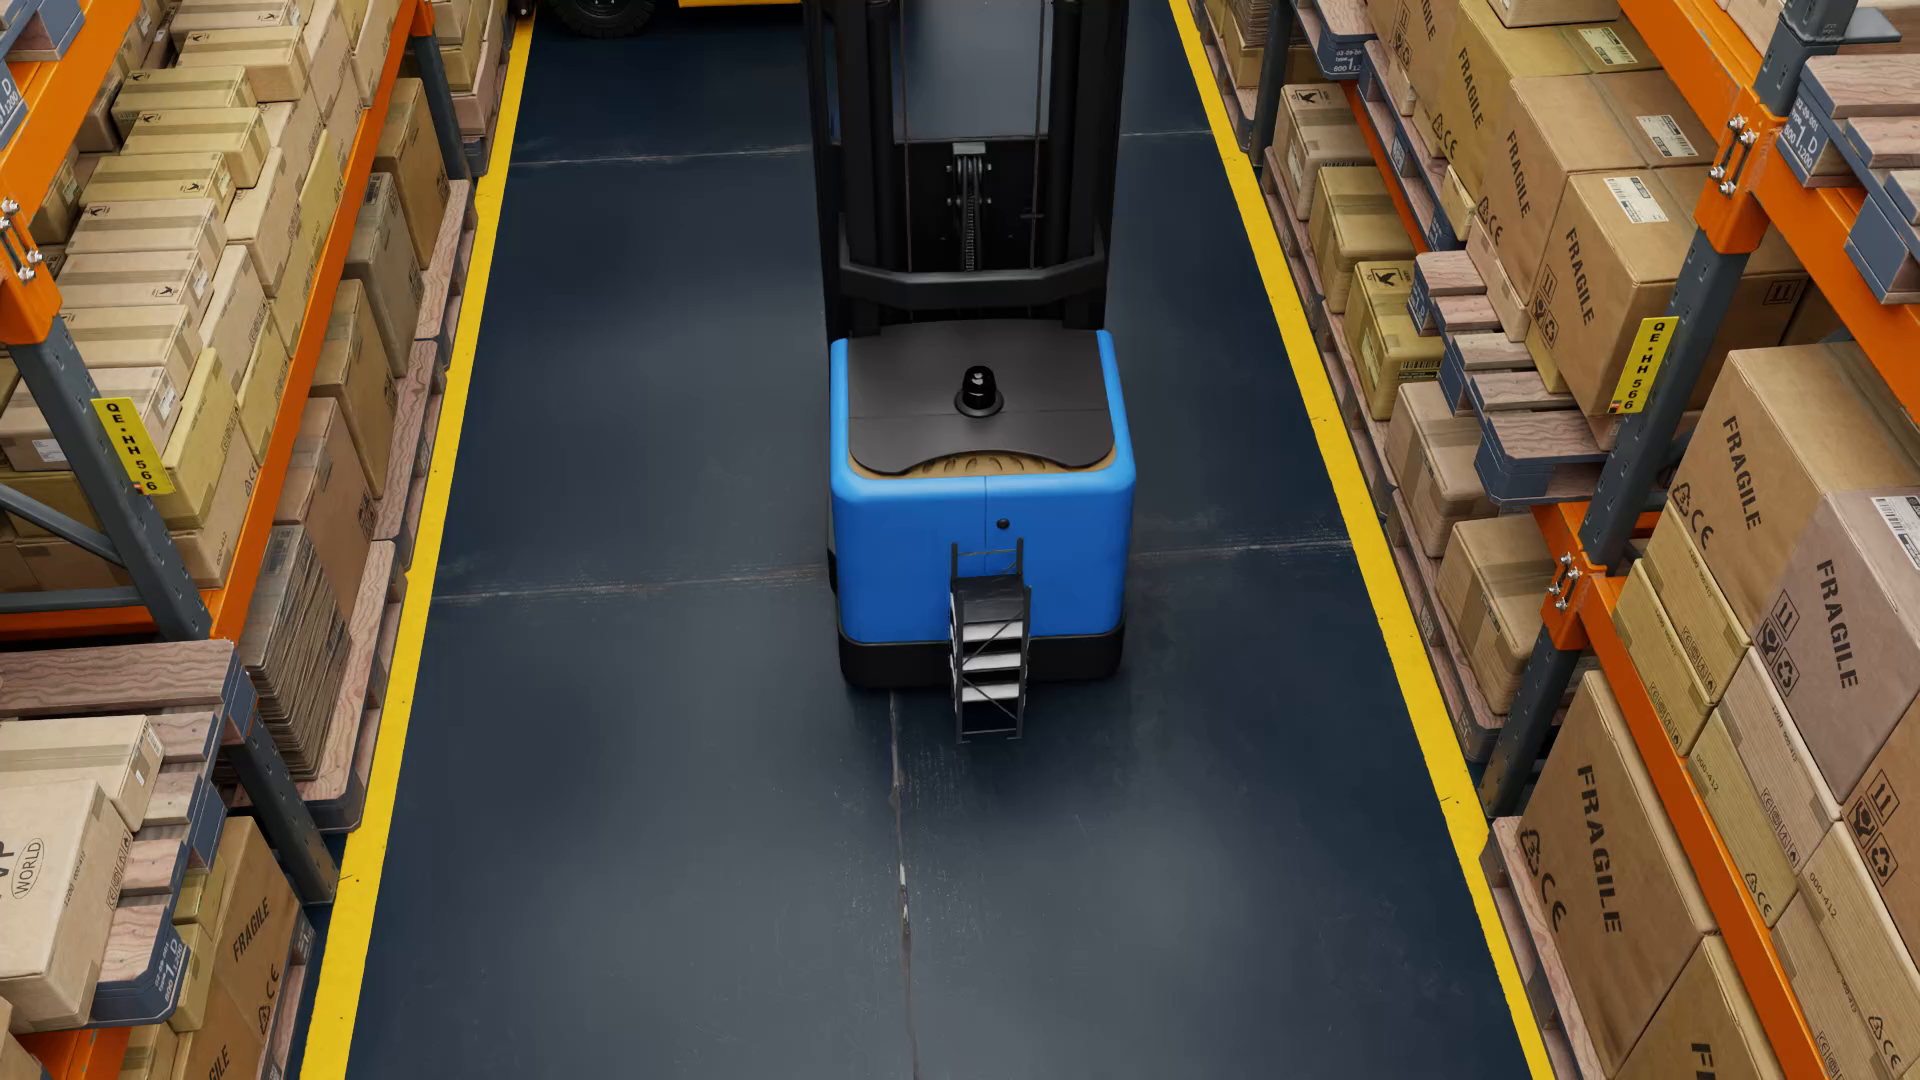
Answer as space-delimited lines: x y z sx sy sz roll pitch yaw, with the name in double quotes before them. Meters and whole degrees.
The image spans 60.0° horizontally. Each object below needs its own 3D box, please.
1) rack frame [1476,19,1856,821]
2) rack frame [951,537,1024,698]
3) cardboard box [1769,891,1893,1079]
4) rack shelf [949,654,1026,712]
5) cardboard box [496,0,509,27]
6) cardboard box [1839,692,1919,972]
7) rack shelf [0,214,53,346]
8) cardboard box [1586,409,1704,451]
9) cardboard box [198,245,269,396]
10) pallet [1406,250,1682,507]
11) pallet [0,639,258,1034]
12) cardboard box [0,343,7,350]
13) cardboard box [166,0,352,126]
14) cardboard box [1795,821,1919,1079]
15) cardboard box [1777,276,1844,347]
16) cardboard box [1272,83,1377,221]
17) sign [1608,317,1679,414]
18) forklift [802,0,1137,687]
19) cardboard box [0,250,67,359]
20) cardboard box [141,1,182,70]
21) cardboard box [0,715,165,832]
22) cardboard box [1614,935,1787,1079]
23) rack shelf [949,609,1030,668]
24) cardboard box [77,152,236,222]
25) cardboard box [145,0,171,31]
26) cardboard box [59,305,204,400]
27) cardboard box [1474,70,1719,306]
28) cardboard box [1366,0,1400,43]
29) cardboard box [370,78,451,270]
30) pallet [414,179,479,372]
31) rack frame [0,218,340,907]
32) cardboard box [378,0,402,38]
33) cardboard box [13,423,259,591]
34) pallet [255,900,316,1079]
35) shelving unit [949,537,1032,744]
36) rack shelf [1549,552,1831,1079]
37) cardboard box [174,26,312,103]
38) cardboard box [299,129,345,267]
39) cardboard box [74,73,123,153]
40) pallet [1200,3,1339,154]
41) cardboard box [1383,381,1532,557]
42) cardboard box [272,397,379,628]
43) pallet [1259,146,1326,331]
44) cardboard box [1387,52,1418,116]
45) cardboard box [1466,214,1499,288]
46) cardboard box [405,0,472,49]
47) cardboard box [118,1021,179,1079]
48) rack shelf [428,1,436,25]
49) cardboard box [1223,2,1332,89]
"rack frame" 2.338 -0.125 4.803 1.000 3.000 0.127 -3 47 -3
"rack frame" 0.088 0.288 5.839 0.240 0.900 0.006 -4 51 -4
"cardboard box" 2.226 1.046 3.797 0.500 0.250 0.500 -2 47 -2
"rack shelf" 0.097 0.502 5.939 0.258 0.077 0.200 -4 51 -4
"cardboard box" -2.770 -3.021 9.150 0.500 0.250 0.500 -3 47 -3
"cardboard box" 2.214 0.602 3.356 0.500 0.500 0.500 -2 47 -2
"rack shelf" -2.441 0.842 2.316 1.077 0.370 4.000 -3 47 -3
"cardboard box" 2.076 -0.406 4.952 0.380 0.149 0.250 -2 47 -2
"cardboard box" -2.443 -0.639 5.048 0.500 0.250 0.500 -2 47 -2
"pallet" 2.172 -0.568 5.354 1.213 0.211 1.003 -3 47 -3
"pallet" -2.482 0.731 4.124 1.213 0.211 1.003 -3 47 -3
"cardboard box" -2.931 -0.675 4.808 0.380 0.149 0.250 -4 47 -3
"cardboard box" -2.560 -1.753 6.104 0.500 0.250 0.500 -3 47 -3
"cardboard box" 2.205 0.872 3.618 0.500 0.250 0.500 -4 47 -3
"cardboard box" 2.530 -0.746 4.827 0.500 0.500 0.500 -5 47 -4
"cardboard box" 2.049 -1.881 7.986 0.950 0.372 0.625 -3 47 -3
"sign" 1.798 -0.456 4.373 0.100 0.325 0.005 -3 47 -3
"forklift" 0.006 -1.529 6.179 1.130 2.935 3.031 -2 47 -2
"cardboard box" -2.967 -0.619 5.029 0.500 0.250 0.500 -3 47 -3
"cardboard box" -3.093 -1.716 6.068 0.500 0.250 0.500 -5 47 -4
"cardboard box" -2.171 0.573 4.025 0.380 0.149 0.250 -3 47 -3
"cardboard box" 2.383 1.611 4.332 0.875 0.875 0.875 -3 47 -3
"rack shelf" 0.099 0.330 5.731 0.258 0.077 0.200 -4 51 -4
"cardboard box" -2.498 -1.072 5.184 0.380 0.149 0.250 -3 47 -3
"cardboard box" -3.100 -1.962 6.026 0.380 0.149 0.250 -4 47 -3
"cardboard box" -2.365 -0.520 4.661 0.380 0.149 0.250 -3 47 -2
"cardboard box" 1.968 -1.092 5.155 0.500 0.500 0.500 -4 47 -4
"cardboard box" 1.826 -2.223 6.226 0.500 0.500 0.500 -4 47 -4
"cardboard box" -2.888 -1.666 7.608 0.875 0.625 0.625 -2 47 -2
"pallet" -2.843 -1.225 7.765 1.003 0.211 1.213 -3 47 -3
"rack frame" -2.608 0.179 4.514 1.000 3.000 0.127 -3 47 -3
"cardboard box" -2.640 -2.314 6.979 0.500 0.250 0.500 -3 47 -2
"cardboard box" -2.402 -0.105 4.887 0.500 0.250 0.500 -3 47 -3
"pallet" -2.584 1.681 5.013 1.003 0.211 1.213 -3 47 -3
"shelving unit" 0.098 0.366 5.775 0.258 0.900 0.210 -4 51 -4
"rack shelf" 2.505 1.569 3.693 1.077 0.370 4.000 -3 47 -3
"cardboard box" -2.458 -1.629 5.711 0.380 0.149 0.250 -5 47 -4
"cardboard box" -2.531 -1.217 5.940 0.500 0.250 0.500 -2 47 -2
"cardboard box" -2.985 -1.411 5.505 0.380 0.149 0.250 -2 47 -2
"pallet" 1.911 -2.544 9.014 1.003 0.211 1.213 -3 47 -3
"cardboard box" 2.230 -0.309 6.497 0.950 0.372 0.625 -4 47 -4
"cardboard box" -2.710 -0.073 6.099 0.875 0.625 0.625 -2 47 -2
"pallet" 2.069 -1.497 8.022 1.003 0.211 1.213 -3 47 -3
"cardboard box" 1.815 -1.713 6.191 0.380 0.149 0.250 -2 47 -2
"cardboard box" 1.902 -0.958 5.475 0.380 0.149 0.250 -5 47 -5
"cardboard box" -2.671 -2.627 8.087 0.500 0.250 0.500 -4 47 -4
"cardboard box" -2.283 1.402 4.342 0.380 0.149 0.250 -5 47 -5
"rack shelf" -3.111 -3.914 8.887 1.077 0.370 4.000 -3 47 -3
"cardboard box" 1.685 -2.629 8.779 0.500 0.250 0.500 -2 47 -1
